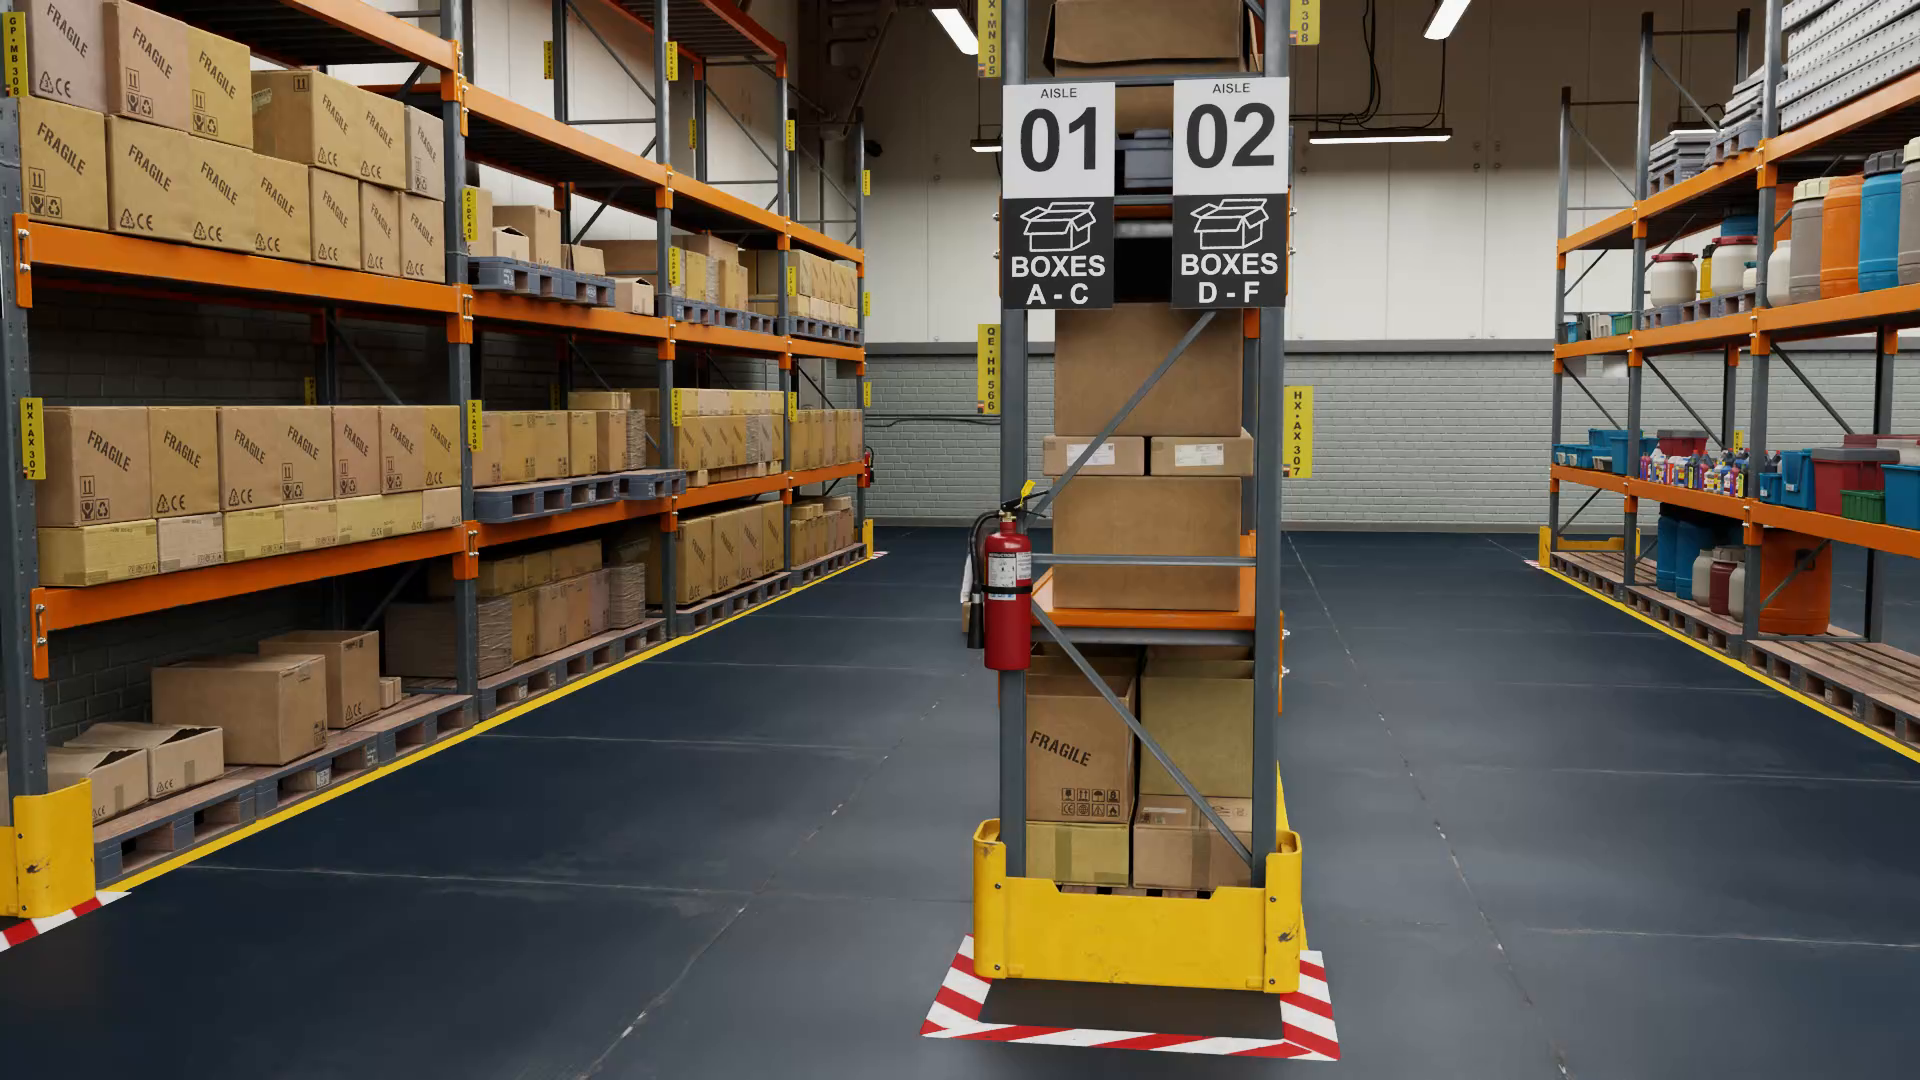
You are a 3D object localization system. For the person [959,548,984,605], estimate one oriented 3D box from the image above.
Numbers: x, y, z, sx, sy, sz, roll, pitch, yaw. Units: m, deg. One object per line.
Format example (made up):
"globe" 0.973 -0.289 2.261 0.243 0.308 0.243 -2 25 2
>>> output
"person" 0.226 0.430 15.524 0.437 0.767 0.806 1 5 9
